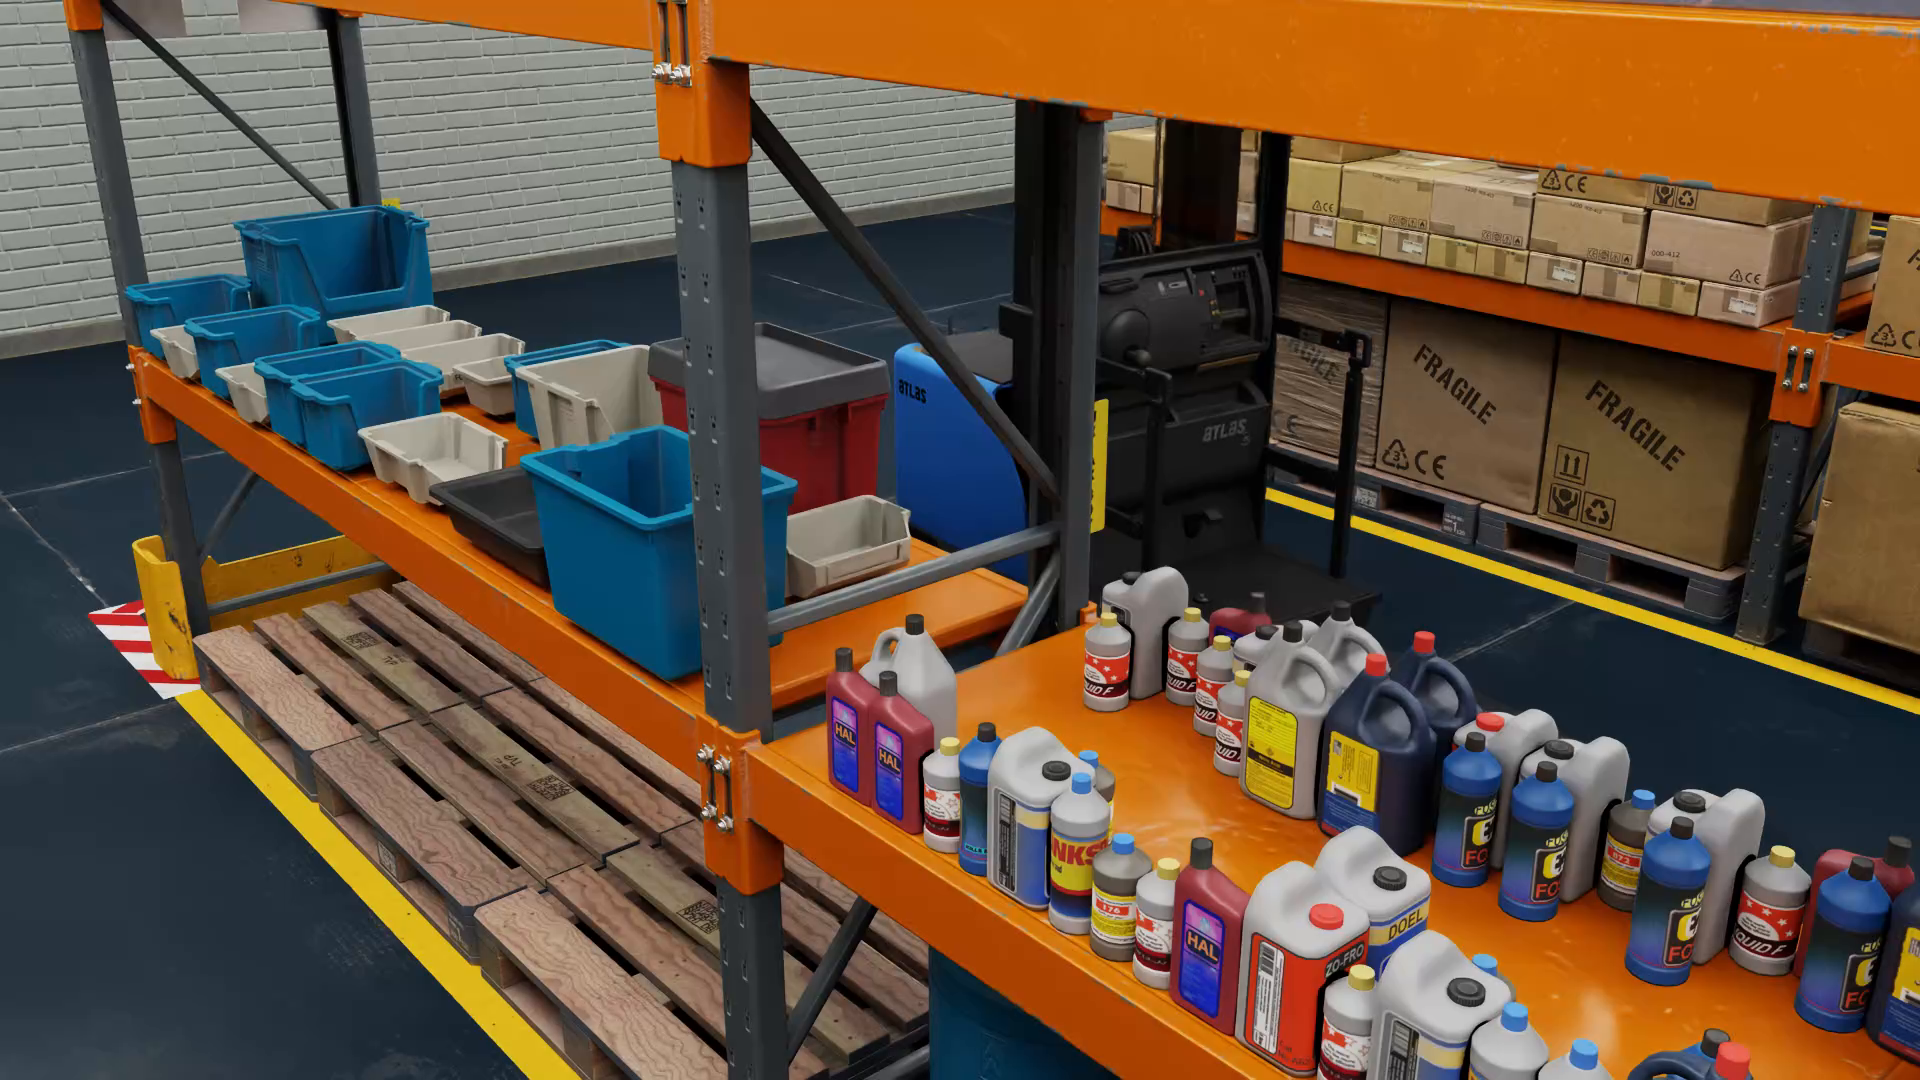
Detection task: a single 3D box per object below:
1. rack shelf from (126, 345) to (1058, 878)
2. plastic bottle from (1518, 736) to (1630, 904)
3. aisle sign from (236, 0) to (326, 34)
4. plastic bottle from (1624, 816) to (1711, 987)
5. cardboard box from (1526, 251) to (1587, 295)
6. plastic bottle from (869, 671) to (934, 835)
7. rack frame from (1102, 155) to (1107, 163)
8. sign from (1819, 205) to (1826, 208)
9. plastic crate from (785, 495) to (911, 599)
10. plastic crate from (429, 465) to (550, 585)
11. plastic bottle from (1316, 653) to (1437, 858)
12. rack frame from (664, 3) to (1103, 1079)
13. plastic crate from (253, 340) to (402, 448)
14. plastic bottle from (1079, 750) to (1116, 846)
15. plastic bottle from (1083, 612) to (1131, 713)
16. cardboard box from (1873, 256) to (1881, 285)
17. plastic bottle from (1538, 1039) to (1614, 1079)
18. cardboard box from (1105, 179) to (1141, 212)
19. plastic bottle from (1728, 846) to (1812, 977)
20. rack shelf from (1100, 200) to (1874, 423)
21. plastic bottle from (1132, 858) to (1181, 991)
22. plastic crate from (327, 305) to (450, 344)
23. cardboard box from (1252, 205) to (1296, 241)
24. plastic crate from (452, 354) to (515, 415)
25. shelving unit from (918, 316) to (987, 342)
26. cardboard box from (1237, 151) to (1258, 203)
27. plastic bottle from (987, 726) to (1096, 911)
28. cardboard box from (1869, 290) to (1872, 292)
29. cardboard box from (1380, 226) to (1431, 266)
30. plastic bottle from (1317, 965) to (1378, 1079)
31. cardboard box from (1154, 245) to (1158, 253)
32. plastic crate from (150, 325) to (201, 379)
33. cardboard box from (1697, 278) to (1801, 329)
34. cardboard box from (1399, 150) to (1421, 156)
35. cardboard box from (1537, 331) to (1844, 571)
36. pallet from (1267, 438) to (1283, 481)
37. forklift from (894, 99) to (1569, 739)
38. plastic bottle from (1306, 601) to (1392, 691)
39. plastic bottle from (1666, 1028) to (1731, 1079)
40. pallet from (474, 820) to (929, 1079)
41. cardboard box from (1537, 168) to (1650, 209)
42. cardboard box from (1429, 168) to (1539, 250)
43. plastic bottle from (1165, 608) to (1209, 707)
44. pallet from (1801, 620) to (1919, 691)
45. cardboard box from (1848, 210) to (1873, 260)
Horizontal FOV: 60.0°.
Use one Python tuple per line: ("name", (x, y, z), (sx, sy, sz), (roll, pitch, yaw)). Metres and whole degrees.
("rack shelf", (-1.416, -0.125, 5.178), (1.077, 0.370, 4.000), (-17, 27, -37))
("plastic bottle", (1.048, 0.459, 2.868), (0.152, 0.276, 0.135), (-17, 27, -37))
("aisle sign", (-2.546, -2.313, 6.212), (0.394, 0.787, 0.004), (-17, 27, -37))
("plastic bottle", (1.117, 0.560, 2.617), (0.097, 0.271, 0.097), (0, 21, 0))
("cardboard box", (2.692, -1.189, 7.252), (0.380, 0.149, 0.250), (-17, 27, -36))
("plastic bottle", (-0.107, 0.386, 3.045), (0.061, 0.283, 0.133), (-17, 27, -37))
("rack frame", (1.031, -2.192, 9.468), (1.000, 3.000, 0.127), (-17, 27, -37))
("sign", (3.223, -1.394, 6.135), (0.100, 0.325, 0.005), (-17, 27, -37))
("plastic crate", (-0.306, 0.024, 4.088), (0.396, 0.136, 0.243), (-17, 27, -37))
("plastic crate", (-1.044, -0.053, 4.301), (0.437, 0.125, 0.590), (-17, 27, -37))
("plastic bottle", (0.749, 0.377, 2.977), (0.144, 0.351, 0.185), (-17, 27, -37))
("rack frame", (-0.110, 0.092, 3.636), (1.000, 3.000, 0.127), (-17, 27, -37))
("plastic crate", (-1.950, -0.453, 5.174), (0.416, 0.233, 0.300), (-17, 27, -37))
("plastic bottle", (0.225, 0.470, 2.945), (0.097, 0.201, 0.097), (0, 21, 0))
("plastic bottle", (0.310, 0.251, 3.501), (0.097, 0.201, 0.097), (0, 21, 0))
("cardboard box", (6.129, -1.764, 10.892), (0.380, 0.149, 0.250), (-19, 28, -39))
("plastic bottle", (0.778, 0.756, 2.117), (0.097, 0.271, 0.097), (0, 21, 0))
("cardboard box", (1.013, -1.898, 9.062), (0.380, 0.149, 0.250), (-17, 27, -37))
("plastic bottle", (1.295, 0.584, 2.653), (0.097, 0.201, 0.097), (0, 21, 0))
("rack shelf", (2.337, -1.305, 8.188), (1.077, 0.370, 4.000), (-17, 27, -37))
("plastic bottle", (0.324, 0.597, 2.620), (0.097, 0.201, 0.097), (0, 21, 0))
("plastic crate", (-2.052, -0.736, 6.029), (0.396, 0.136, 0.243), (-17, 27, -37))
("cardboard box", (1.685, -1.615, 8.339), (0.380, 0.149, 0.250), (-18, 28, -38))
("plastic crate", (-1.466, -0.504, 5.437), (0.298, 0.136, 0.250), (-17, 27, -37))
("shelving unit", (-0.035, -0.504, 7.830), (0.215, 1.050, 0.252), (-17, 27, -37))
("cardboard box", (1.484, -1.922, 8.575), (0.500, 0.250, 0.500), (-18, 28, -38))
("plastic bottle", (0.142, 0.470, 2.842), (0.152, 0.276, 0.135), (-17, 27, -37))
("cardboard box", (6.073, -1.720, 11.189), (0.380, 0.149, 0.250), (-16, 26, -35))
("cardboard box", (2.191, -1.402, 7.794), (0.380, 0.149, 0.250), (-17, 27, -37))
("plastic bottle", (0.563, 0.698, 2.362), (0.097, 0.201, 0.097), (0, 21, 0))
("cardboard box", (1.510, -1.240, 9.376), (0.875, 0.875, 0.875), (-17, 27, -37))
("plastic crate", (-2.663, -0.663, 5.844), (0.250, 0.136, 0.298), (-17, 27, -37))
("cardboard box", (3.195, -0.976, 6.708), (0.380, 0.149, 0.250), (-17, 27, -37))
("cardboard box", (2.212, -1.909, 8.543), (0.500, 0.250, 0.500), (-19, 28, -39))
("cardboard box", (3.272, -0.495, 7.471), (0.875, 0.875, 0.875), (-17, 27, -37))
("pallet", (1.612, -0.691, 9.460), (1.003, 0.211, 1.213), (-17, 27, -37))
("forklift", (0.944, -0.861, 6.164), (1.130, 2.935, 3.031), (-14, 25, -32))
("plastic bottle", (0.738, 0.291, 3.195), (0.144, 0.351, 0.185), (-17, 27, -37))
("plastic bottle", (0.951, 0.749, 2.136), (0.097, 0.271, 0.097), (0, 21, 0))
("pallet", (-0.619, 1.197, 4.639), (1.003, 0.211, 1.213), (-17, 27, -37))
("cardboard box", (2.816, -1.708, 7.000), (0.500, 0.500, 0.500), (-17, 27, -37))
("cardboard box", (2.482, -1.498, 7.495), (0.500, 0.250, 0.500), (-17, 27, -36))
("plastic bottle", (0.489, 0.242, 3.525), (0.097, 0.201, 0.097), (0, 21, 0))
("pallet", (4.203, 0.407, 6.656), (1.003, 0.211, 1.213), (-17, 27, -37))
("cardboard box", (3.534, -1.348, 7.110), (0.500, 0.250, 0.500), (-18, 28, -38))
